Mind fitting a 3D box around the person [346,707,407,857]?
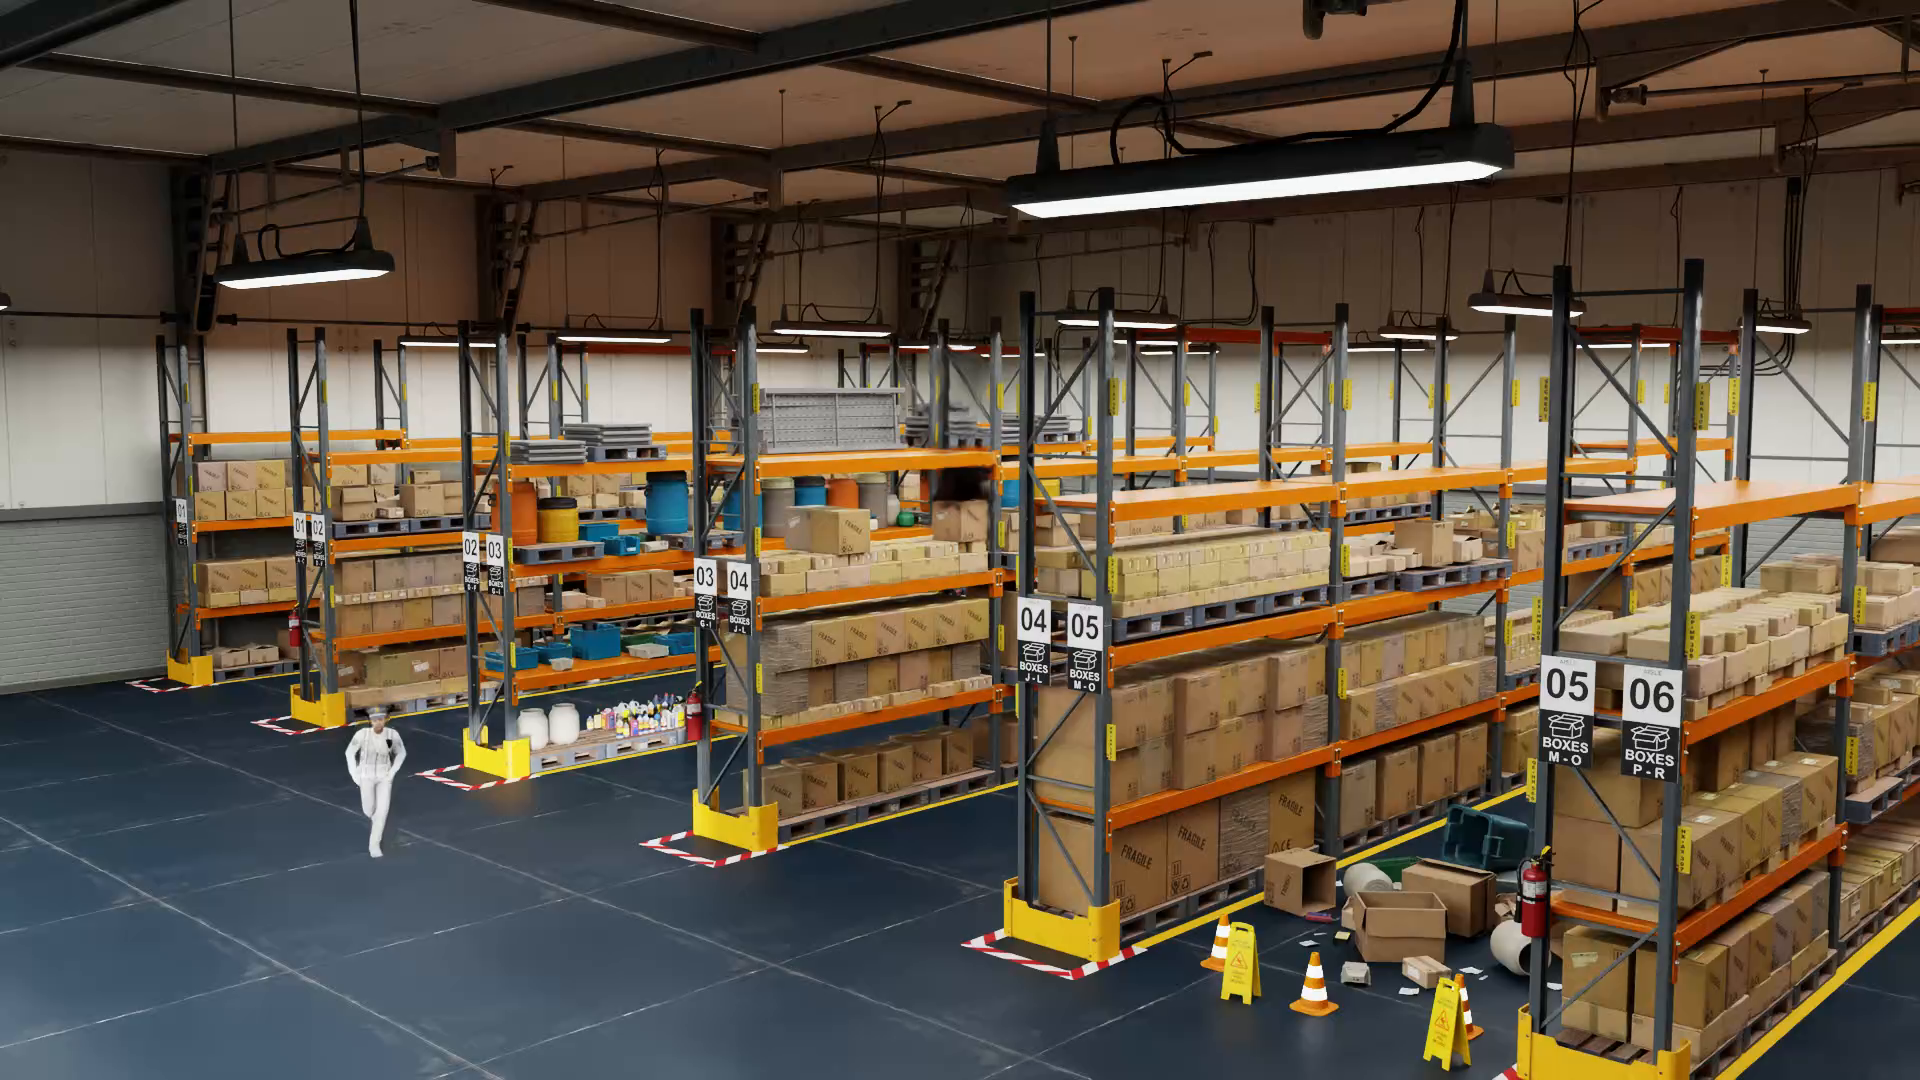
[{"bbox_3d":[-6.483,2.637,18.495,0.636,1.667,0.755,-2,6,-19],"label":"person"}]
